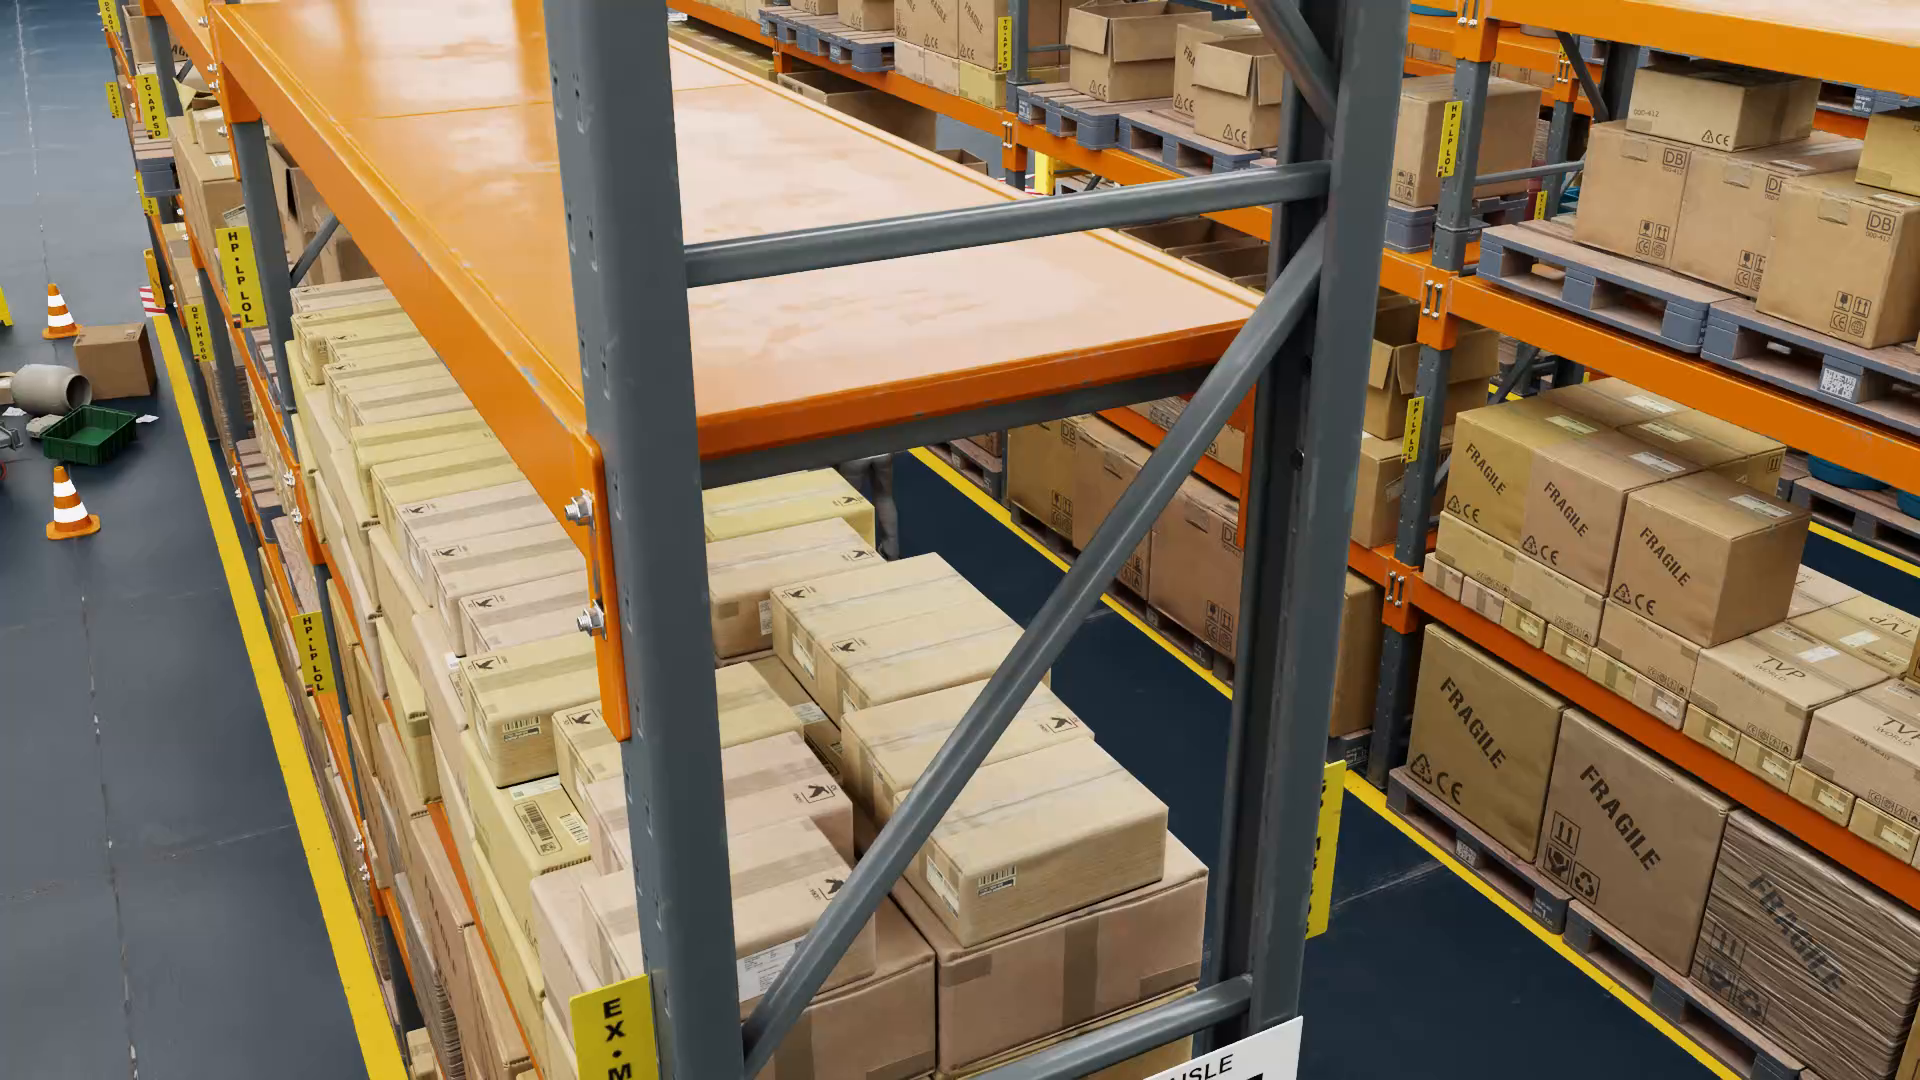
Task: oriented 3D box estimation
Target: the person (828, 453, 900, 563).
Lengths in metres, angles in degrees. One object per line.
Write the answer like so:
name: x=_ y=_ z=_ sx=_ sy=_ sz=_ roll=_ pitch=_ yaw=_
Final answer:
person: x=-0.626 y=-0.583 z=10.838 sx=0.527 sy=1.658 sz=0.397 roll=-15 pitch=29 yaw=-28
